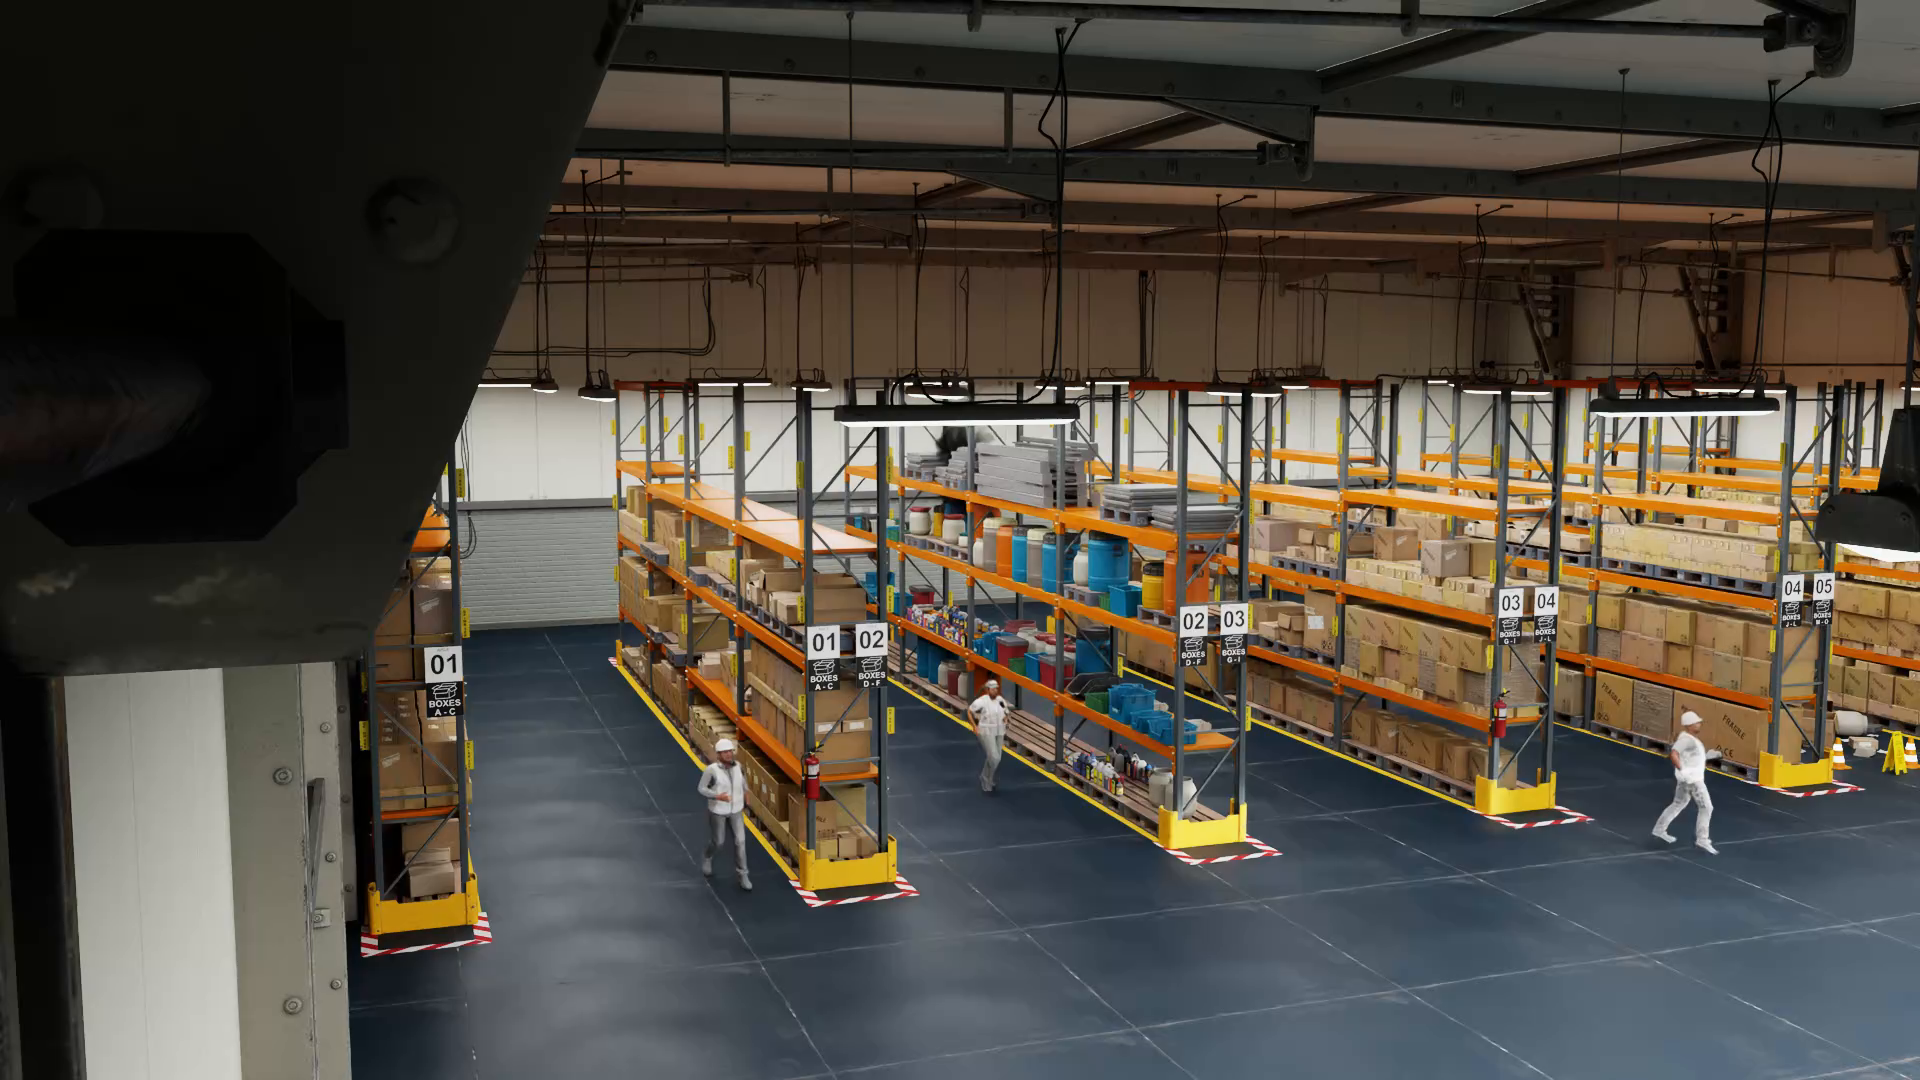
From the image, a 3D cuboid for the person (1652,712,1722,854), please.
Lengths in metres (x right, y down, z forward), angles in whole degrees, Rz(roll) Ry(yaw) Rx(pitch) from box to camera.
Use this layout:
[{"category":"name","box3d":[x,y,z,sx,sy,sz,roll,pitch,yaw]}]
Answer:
[{"category":"person","box3d":[9.488,3.149,21.671,0.806,1.841,0.665,2,6,14]}]

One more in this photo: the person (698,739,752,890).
[{"category":"person","box3d":[-2.857,3.290,20.251,0.704,1.780,0.940,-4,7,-32]}]

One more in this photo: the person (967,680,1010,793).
[{"category":"person","box3d":[0.476,2.913,24.655,0.577,1.669,0.682,-4,7,-33]}]
